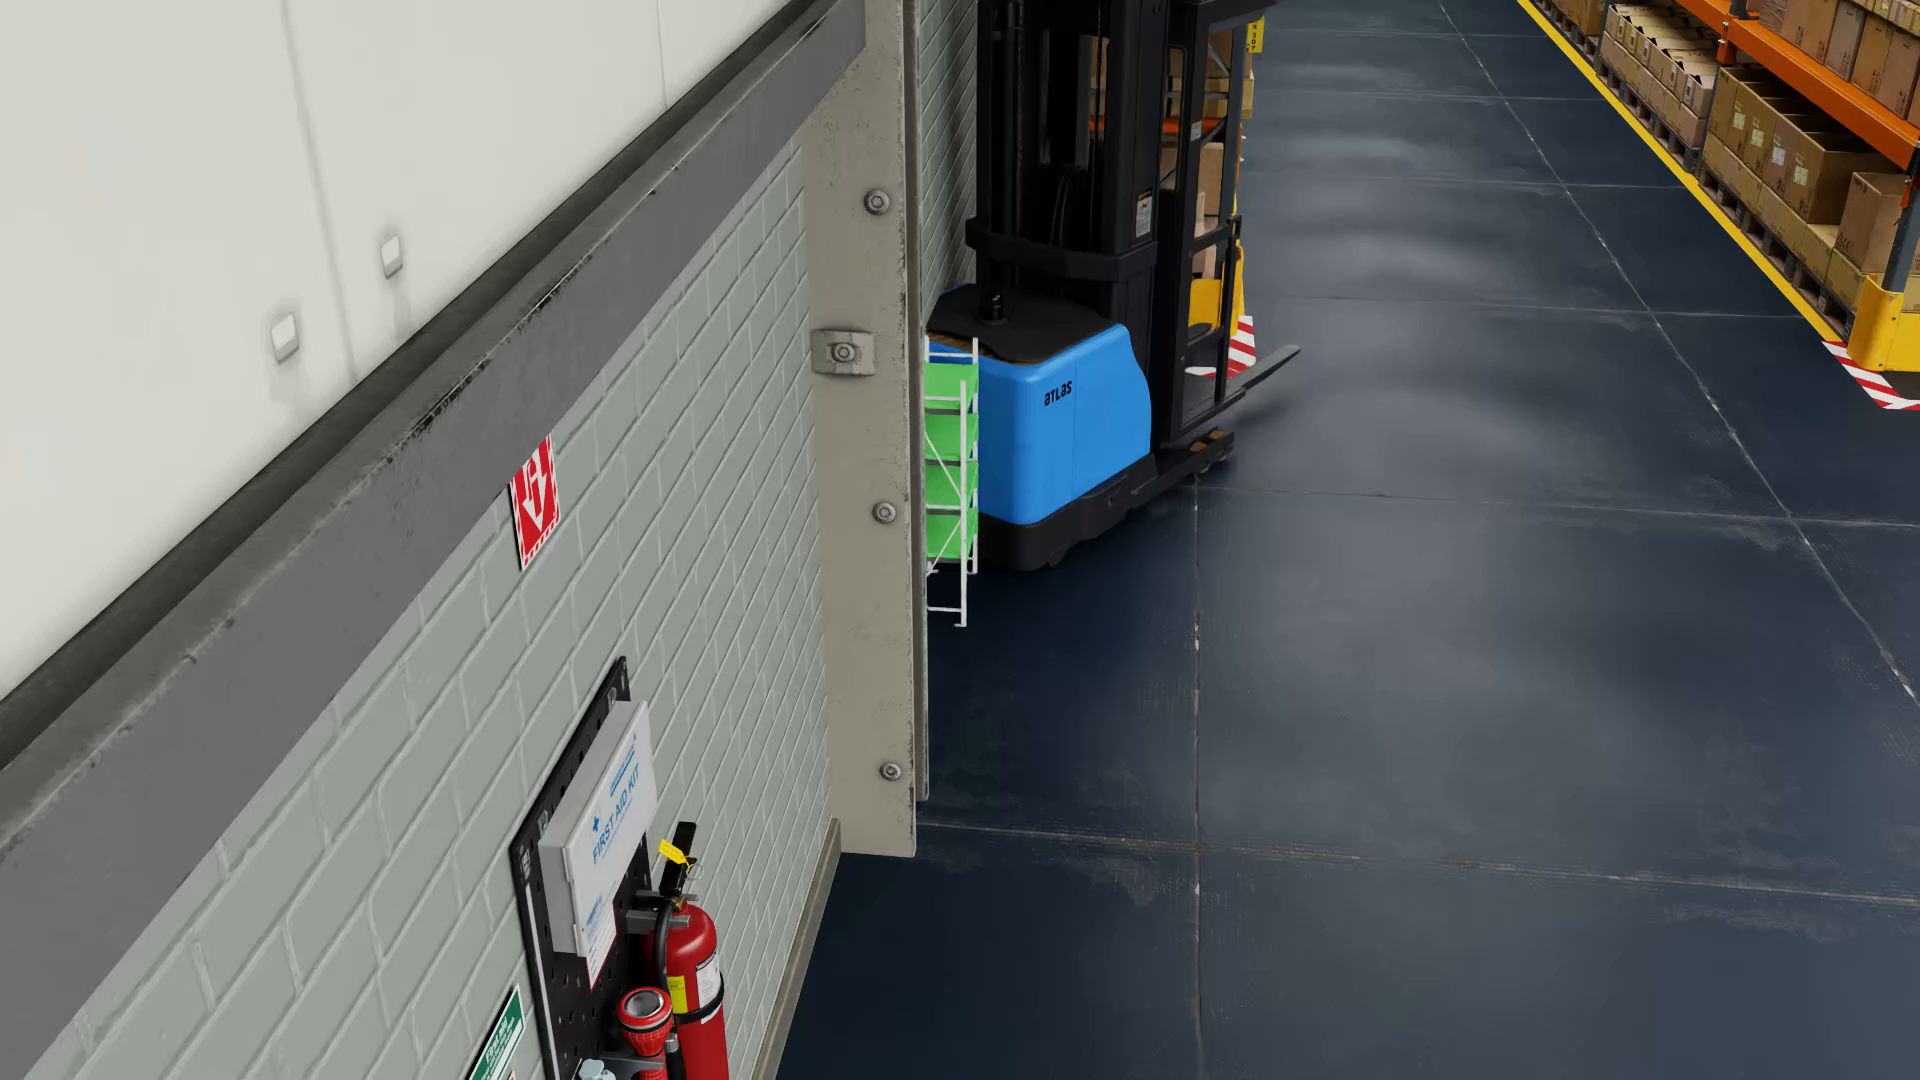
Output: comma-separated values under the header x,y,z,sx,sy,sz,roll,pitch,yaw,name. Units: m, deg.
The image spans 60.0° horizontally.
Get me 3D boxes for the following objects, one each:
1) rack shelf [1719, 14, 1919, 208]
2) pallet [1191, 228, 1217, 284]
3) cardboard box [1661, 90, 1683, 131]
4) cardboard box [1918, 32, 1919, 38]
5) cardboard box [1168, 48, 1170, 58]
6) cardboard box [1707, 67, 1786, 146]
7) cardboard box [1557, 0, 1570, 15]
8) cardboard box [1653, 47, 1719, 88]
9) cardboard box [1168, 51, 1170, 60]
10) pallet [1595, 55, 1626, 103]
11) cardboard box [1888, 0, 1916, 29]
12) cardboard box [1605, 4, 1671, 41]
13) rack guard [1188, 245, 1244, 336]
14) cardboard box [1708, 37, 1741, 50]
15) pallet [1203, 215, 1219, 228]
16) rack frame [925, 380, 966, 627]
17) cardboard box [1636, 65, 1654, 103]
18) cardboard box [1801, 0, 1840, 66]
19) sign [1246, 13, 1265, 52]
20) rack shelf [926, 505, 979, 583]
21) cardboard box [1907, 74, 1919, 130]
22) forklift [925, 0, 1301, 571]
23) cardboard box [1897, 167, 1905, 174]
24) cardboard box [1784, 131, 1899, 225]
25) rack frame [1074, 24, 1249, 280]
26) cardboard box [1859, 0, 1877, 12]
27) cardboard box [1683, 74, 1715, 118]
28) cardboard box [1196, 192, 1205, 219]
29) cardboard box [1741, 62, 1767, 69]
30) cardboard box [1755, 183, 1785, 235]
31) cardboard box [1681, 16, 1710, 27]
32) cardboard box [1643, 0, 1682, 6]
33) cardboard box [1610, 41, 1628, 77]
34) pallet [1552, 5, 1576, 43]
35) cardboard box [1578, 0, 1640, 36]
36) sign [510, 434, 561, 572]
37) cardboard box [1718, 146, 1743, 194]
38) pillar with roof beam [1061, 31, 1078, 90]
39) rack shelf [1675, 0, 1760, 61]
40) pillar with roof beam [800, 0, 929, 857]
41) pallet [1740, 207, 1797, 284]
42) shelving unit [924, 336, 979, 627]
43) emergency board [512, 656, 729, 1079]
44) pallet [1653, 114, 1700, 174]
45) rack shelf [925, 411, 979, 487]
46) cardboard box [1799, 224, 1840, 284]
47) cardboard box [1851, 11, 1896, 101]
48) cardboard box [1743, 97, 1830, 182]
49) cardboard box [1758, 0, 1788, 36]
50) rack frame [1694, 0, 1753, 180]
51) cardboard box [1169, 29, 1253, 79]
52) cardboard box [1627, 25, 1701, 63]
x,y,z,sx,sy,sz,roll,pitch,yaw,name
6.373,-3.043,11.494,1.077,0.370,4.000,3,28,6,rack shelf
1.355,-1.893,11.541,1.003,0.211,1.213,3,28,6,pallet
6.444,-3.726,14.459,0.500,0.250,0.500,3,28,5,cardboard box
6.016,-3.062,9.982,0.380,0.149,0.250,4,29,7,cardboard box
1.129,-3.448,10.834,0.500,0.500,0.500,4,29,7,cardboard box
6.250,-3.406,13.075,0.500,0.500,0.500,3,28,6,cardboard box
7.111,-6.222,18.809,0.500,0.500,0.500,2,28,4,cardboard box
6.504,-4.210,14.767,0.500,0.311,0.500,3,28,6,cardboard box
1.129,-3.124,11.023,0.500,0.250,0.500,4,29,8,cardboard box
6.968,-4.571,16.513,1.003,0.211,1.213,3,28,6,pallet
6.080,-3.301,10.425,0.380,0.149,0.250,4,29,7,cardboard box
6.752,-5.176,16.560,0.500,0.311,0.500,4,29,8,cardboard box
1.220,-1.640,10.767,1.175,0.500,0.348,3,28,6,rack guard
7.103,-4.426,15.168,0.500,0.311,0.500,4,29,8,cardboard box
1.507,-2.466,12.604,1.003,0.211,1.213,3,28,6,pallet
-0.094,-0.143,7.249,0.240,1.200,0.015,3,28,6,rack frame
6.570,-4.206,15.351,0.500,0.250,0.500,4,29,7,cardboard box
6.446,-3.651,11.760,0.700,0.500,0.500,4,29,7,cardboard box
1.749,-3.054,9.844,0.100,0.325,0.005,3,28,6,sign
-0.066,0.010,7.607,0.258,0.148,0.480,3,28,6,rack shelf
6.197,-2.681,9.959,0.700,0.500,0.500,3,28,6,cardboard box
0.838,-1.777,8.458,1.130,2.935,3.031,20,34,33,forklift
6.522,-2.434,11.271,0.500,0.500,0.500,3,28,6,cardboard box
6.006,-2.464,11.327,0.500,0.500,0.500,3,28,6,cardboard box
1.211,-2.705,10.107,1.000,3.000,0.127,3,28,6,rack frame
6.142,-3.548,10.885,0.380,0.149,0.250,4,29,8,cardboard box
6.383,-3.730,13.876,0.500,0.311,0.500,3,28,6,cardboard box
1.455,-2.303,11.734,0.500,0.311,0.500,6,29,10,cardboard box
6.982,-3.938,14.262,0.500,0.311,0.500,3,28,6,cardboard box
6.072,-2.369,11.941,0.500,0.250,0.500,3,28,6,cardboard box
7.231,-4.899,16.047,0.500,0.311,0.500,3,28,5,cardboard box
7.447,-5.475,17.422,0.500,0.500,0.500,5,29,8,cardboard box
6.691,-4.692,16.254,0.500,0.250,0.500,3,28,5,cardboard box
7.389,-5.878,18.939,1.003,0.211,1.213,3,28,6,pallet
6.989,-5.731,17.897,0.500,0.500,0.500,4,29,8,cardboard box
-0.738,-0.121,2.869,0.001,0.298,0.199,3,28,6,sign
6.194,-2.840,12.815,0.500,0.250,0.500,3,28,6,cardboard box
5.446,-8.299,14.168,9.100,9.000,0.400,3,28,6,pillar with roof beam
6.863,-4.926,14.989,1.077,0.370,4.000,3,28,6,rack shelf
3.975,-2.651,3.683,9.100,9.000,0.400,3,28,6,pillar with roof beam
6.332,-2.126,11.973,1.003,0.211,1.213,3,28,6,pallet
-0.067,-0.258,7.463,0.258,1.200,0.503,3,28,6,shelving unit
-0.638,0.901,3.415,0.194,1.169,0.643,3,28,6,emergency board
6.669,-3.423,14.381,1.003,0.211,1.213,3,28,6,pallet
-0.067,-0.413,7.379,0.258,0.148,0.480,3,28,6,rack shelf
5.949,-1.898,11.067,0.500,0.250,0.500,3,28,6,cardboard box
6.324,-3.162,10.852,0.700,0.500,0.500,4,29,7,cardboard box
6.128,-2.935,12.201,0.500,0.500,0.500,3,28,6,cardboard box
6.569,-4.136,12.659,0.700,0.500,0.500,3,28,5,cardboard box
6.618,-4.301,13.071,1.000,3.000,0.127,3,28,6,rack frame
1.567,-3.185,10.345,0.500,0.500,0.500,3,28,6,cardboard box
6.631,-4.688,15.655,0.500,0.311,0.500,3,28,5,cardboard box
